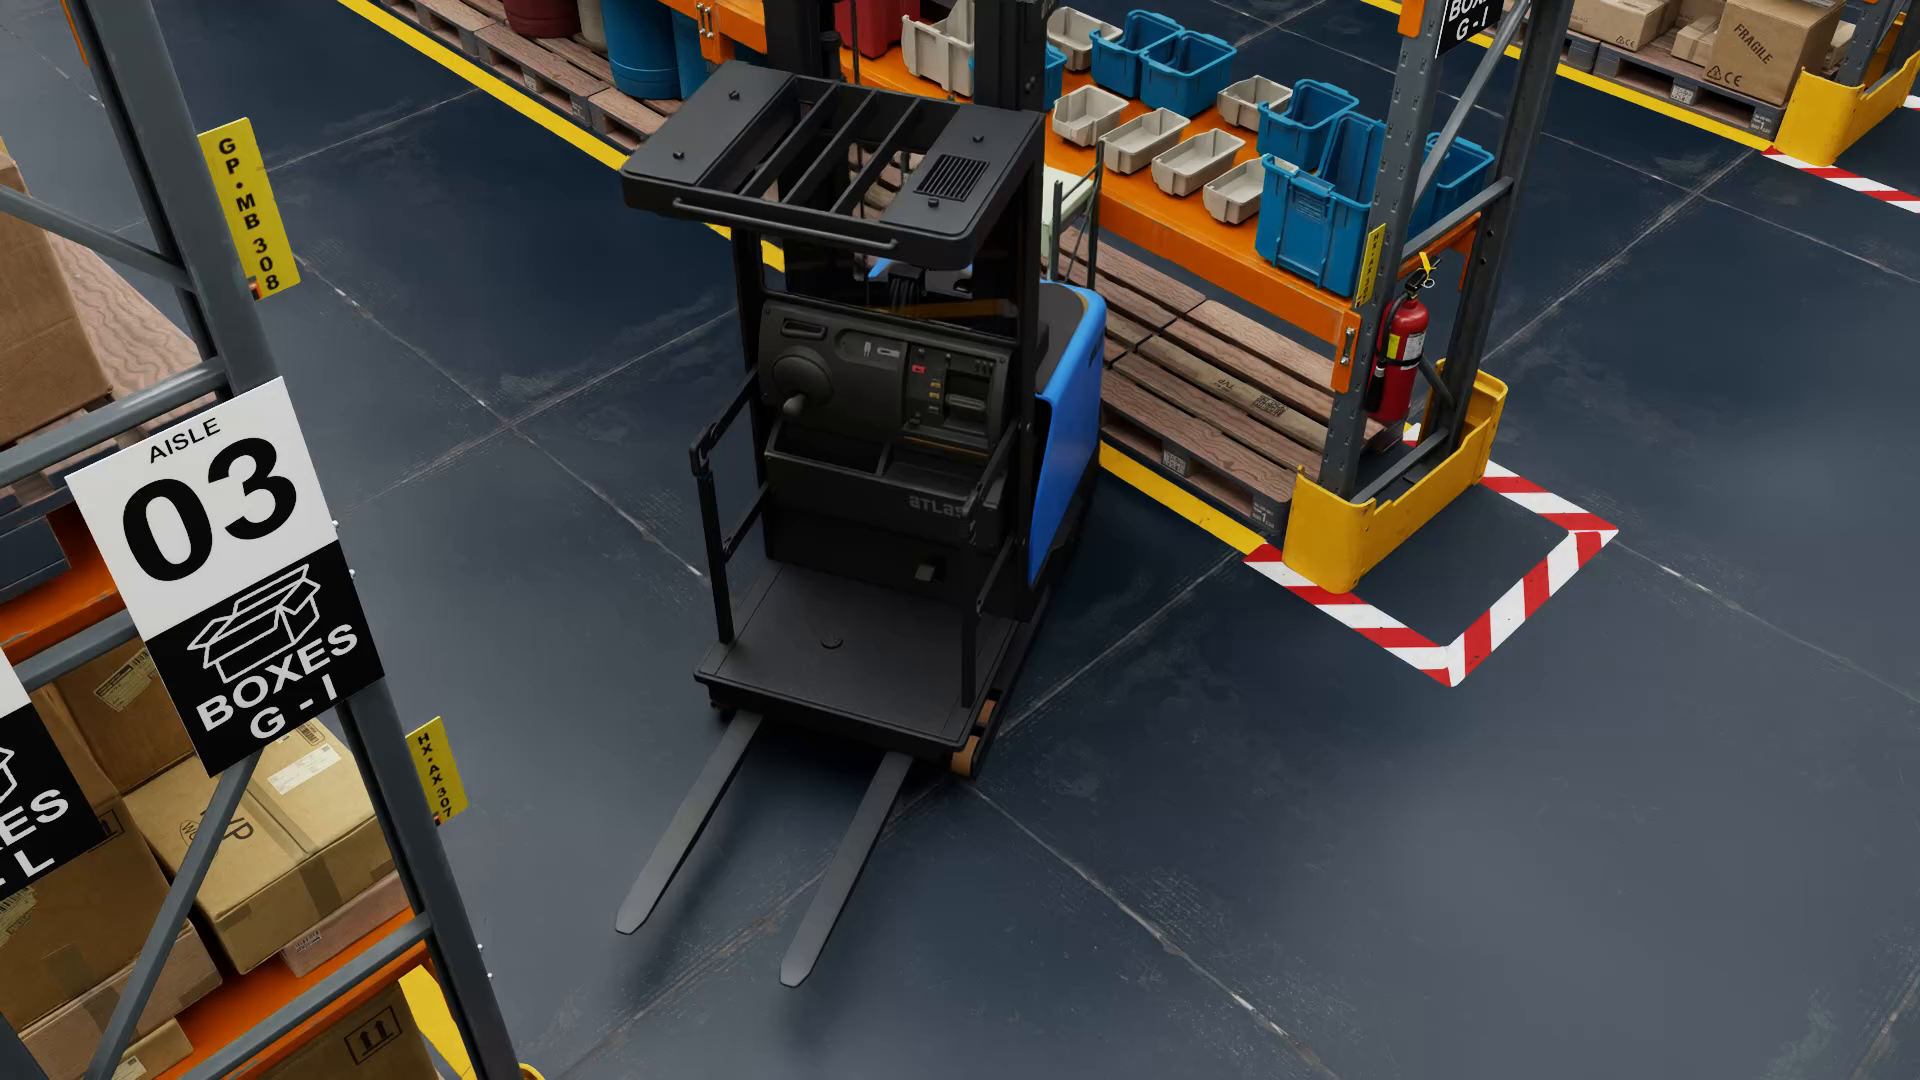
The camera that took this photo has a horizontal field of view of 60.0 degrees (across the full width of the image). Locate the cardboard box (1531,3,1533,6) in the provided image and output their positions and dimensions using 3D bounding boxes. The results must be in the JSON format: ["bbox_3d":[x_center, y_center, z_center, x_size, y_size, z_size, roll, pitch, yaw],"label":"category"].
[{"bbox_3d":[3.905,-3.858,10.847,0.797,0.503,0.637,-34,53,-31],"label":"cardboard box"}]

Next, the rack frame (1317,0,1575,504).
[{"bbox_3d":[1.889,-1.219,6.476,1.000,3.000,0.127,-34,53,-31],"label":"rack frame"}]

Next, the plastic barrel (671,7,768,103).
[{"bbox_3d":[-1.308,-2.794,9.418,0.600,0.901,0.708,-34,53,-31],"label":"plastic barrel"}]

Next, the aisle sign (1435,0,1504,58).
[{"bbox_3d":[1.733,-1.999,5.405,0.394,0.787,0.004,-34,53,-31],"label":"aisle sign"}]

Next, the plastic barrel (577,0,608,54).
[{"bbox_3d":[-2.143,-3.305,10.258,0.421,0.512,0.421,0,43,0],"label":"plastic barrel"}]

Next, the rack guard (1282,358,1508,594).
[{"bbox_3d":[1.916,-0.296,7.319,1.175,0.500,0.348,-34,53,-31],"label":"rack guard"}]

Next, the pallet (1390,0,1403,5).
[{"bbox_3d":[3.059,-4.158,11.712,1.003,0.211,1.213,-34,53,-31],"label":"pallet"}]

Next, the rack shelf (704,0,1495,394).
[{"bbox_3d":[0.477,-1.916,7.760,1.077,0.370,4.000,-34,53,-31],"label":"rack shelf"}]

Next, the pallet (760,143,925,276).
[{"bbox_3d":[-0.389,-1.782,9.140,1.003,0.211,1.213,-34,53,-31],"label":"pallet"}]

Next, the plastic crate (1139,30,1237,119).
[{"bbox_3d":[1.018,-2.089,7.497,0.416,0.233,0.300,-34,53,-31],"label":"plastic crate"}]

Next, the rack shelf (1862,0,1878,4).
[{"bbox_3d":[3.987,-4.288,10.328,1.077,0.370,4.000,-34,53,-31],"label":"rack shelf"}]

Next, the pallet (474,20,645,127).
[{"bbox_3d":[-2.317,-3.094,10.560,1.003,0.211,1.213,-34,53,-31],"label":"pallet"}]

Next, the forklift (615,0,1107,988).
[{"bbox_3d":[-0.347,-0.488,5.736,1.130,2.935,3.031,14,44,14],"label":"forklift"}]

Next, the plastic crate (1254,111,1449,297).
[{"bbox_3d":[1.521,-1.325,6.521,0.616,0.435,0.499,-34,53,-31],"label":"plastic crate"}]

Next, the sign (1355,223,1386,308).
[{"bbox_3d":[1.511,-1.007,6.127,0.100,0.325,0.005,-34,53,-31],"label":"sign"}]

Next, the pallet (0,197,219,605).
[{"bbox_3d":[-2.149,-0.266,3.300,1.003,0.211,1.213,-34,53,-31],"label":"pallet"}]

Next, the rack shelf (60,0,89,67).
[{"bbox_3d":[-3.030,-1.598,3.291,1.077,0.370,4.000,-34,53,-31],"label":"rack shelf"}]

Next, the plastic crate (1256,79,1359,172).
[{"bbox_3d":[1.483,-1.772,7.154,0.416,0.233,0.300,-34,53,-31],"label":"plastic crate"}]

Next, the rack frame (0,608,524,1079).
[{"bbox_3d":[-1.617,1.155,3.907,1.000,3.000,0.127,-34,53,-31],"label":"rack frame"}]

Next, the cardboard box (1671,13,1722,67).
[{"bbox_3d":[4.618,-3.093,10.268,0.380,0.166,0.250,-34,53,-31],"label":"cardboard box"}]

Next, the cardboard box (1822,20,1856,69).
[{"bbox_3d":[5.347,-3.072,10.258,0.380,0.149,0.250,-34,53,-31],"label":"cardboard box"}]

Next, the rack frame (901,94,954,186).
[{"bbox_3d":[-0.140,-1.259,7.573,0.023,1.500,0.400,23,48,22],"label":"rack frame"}]

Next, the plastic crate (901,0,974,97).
[{"bbox_3d":[0.013,-2.297,7.687,0.437,0.282,0.530,-34,53,-31],"label":"plastic crate"}]

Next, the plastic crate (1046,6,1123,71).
[{"bbox_3d":[0.507,-2.373,7.876,0.293,0.136,0.466,-34,53,-31],"label":"plastic crate"}]

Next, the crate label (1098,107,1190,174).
[{"bbox_3d":[0.777,-1.717,7.166,0.396,0.136,0.243,-34,53,-31],"label":"crate label"}]

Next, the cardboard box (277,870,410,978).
[{"bbox_3d":[-1.634,0.918,4.348,0.380,0.149,0.250,-33,52,-31],"label":"cardboard box"}]

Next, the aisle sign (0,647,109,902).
[{"bbox_3d":[-1.779,0.378,2.832,0.394,0.787,0.004,-34,53,-31],"label":"aisle sign"}]

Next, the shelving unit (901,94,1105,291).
[{"bbox_3d":[0.173,-1.128,7.436,0.755,1.500,0.431,23,48,22],"label":"shelving unit"}]

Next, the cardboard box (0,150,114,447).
[{"bbox_3d":[-2.023,-0.399,2.922,0.500,0.500,0.700,31,51,29],"label":"cardboard box"}]

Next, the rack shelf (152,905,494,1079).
[{"bbox_3d":[-3.030,0.458,5.192,1.077,0.370,4.000,-34,53,-31],"label":"rack shelf"}]

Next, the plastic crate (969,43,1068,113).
[{"bbox_3d":[0.258,-2.043,7.448,0.416,0.233,0.300,-34,53,-31],"label":"plastic crate"}]

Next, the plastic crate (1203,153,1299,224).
[{"bbox_3d":[1.185,-1.449,6.876,0.396,0.136,0.243,-34,53,-31],"label":"plastic crate"}]

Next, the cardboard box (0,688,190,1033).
[{"bbox_3d":[-2.147,0.717,3.720,0.500,0.500,0.500,-33,52,-31],"label":"cardboard box"}]

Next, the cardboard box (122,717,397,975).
[{"bbox_3d":[-1.765,0.741,4.247,0.500,0.250,0.500,33,52,30],"label":"cardboard box"}]

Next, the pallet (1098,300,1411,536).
[{"bbox_3d":[1.334,-0.610,7.872,1.003,0.211,1.213,-34,53,-31],"label":"pallet"}]

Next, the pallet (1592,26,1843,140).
[{"bbox_3d":[4.782,-2.986,10.444,1.003,0.211,1.213,-34,53,-31],"label":"pallet"}]

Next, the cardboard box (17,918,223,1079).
[{"bbox_3d":[-2.148,0.995,3.972,0.500,0.250,0.500,33,52,31],"label":"cardboard box"}]

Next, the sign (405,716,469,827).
[{"bbox_3d":[-1.220,0.545,3.871,0.100,0.325,0.005,-34,53,-31],"label":"sign"}]
